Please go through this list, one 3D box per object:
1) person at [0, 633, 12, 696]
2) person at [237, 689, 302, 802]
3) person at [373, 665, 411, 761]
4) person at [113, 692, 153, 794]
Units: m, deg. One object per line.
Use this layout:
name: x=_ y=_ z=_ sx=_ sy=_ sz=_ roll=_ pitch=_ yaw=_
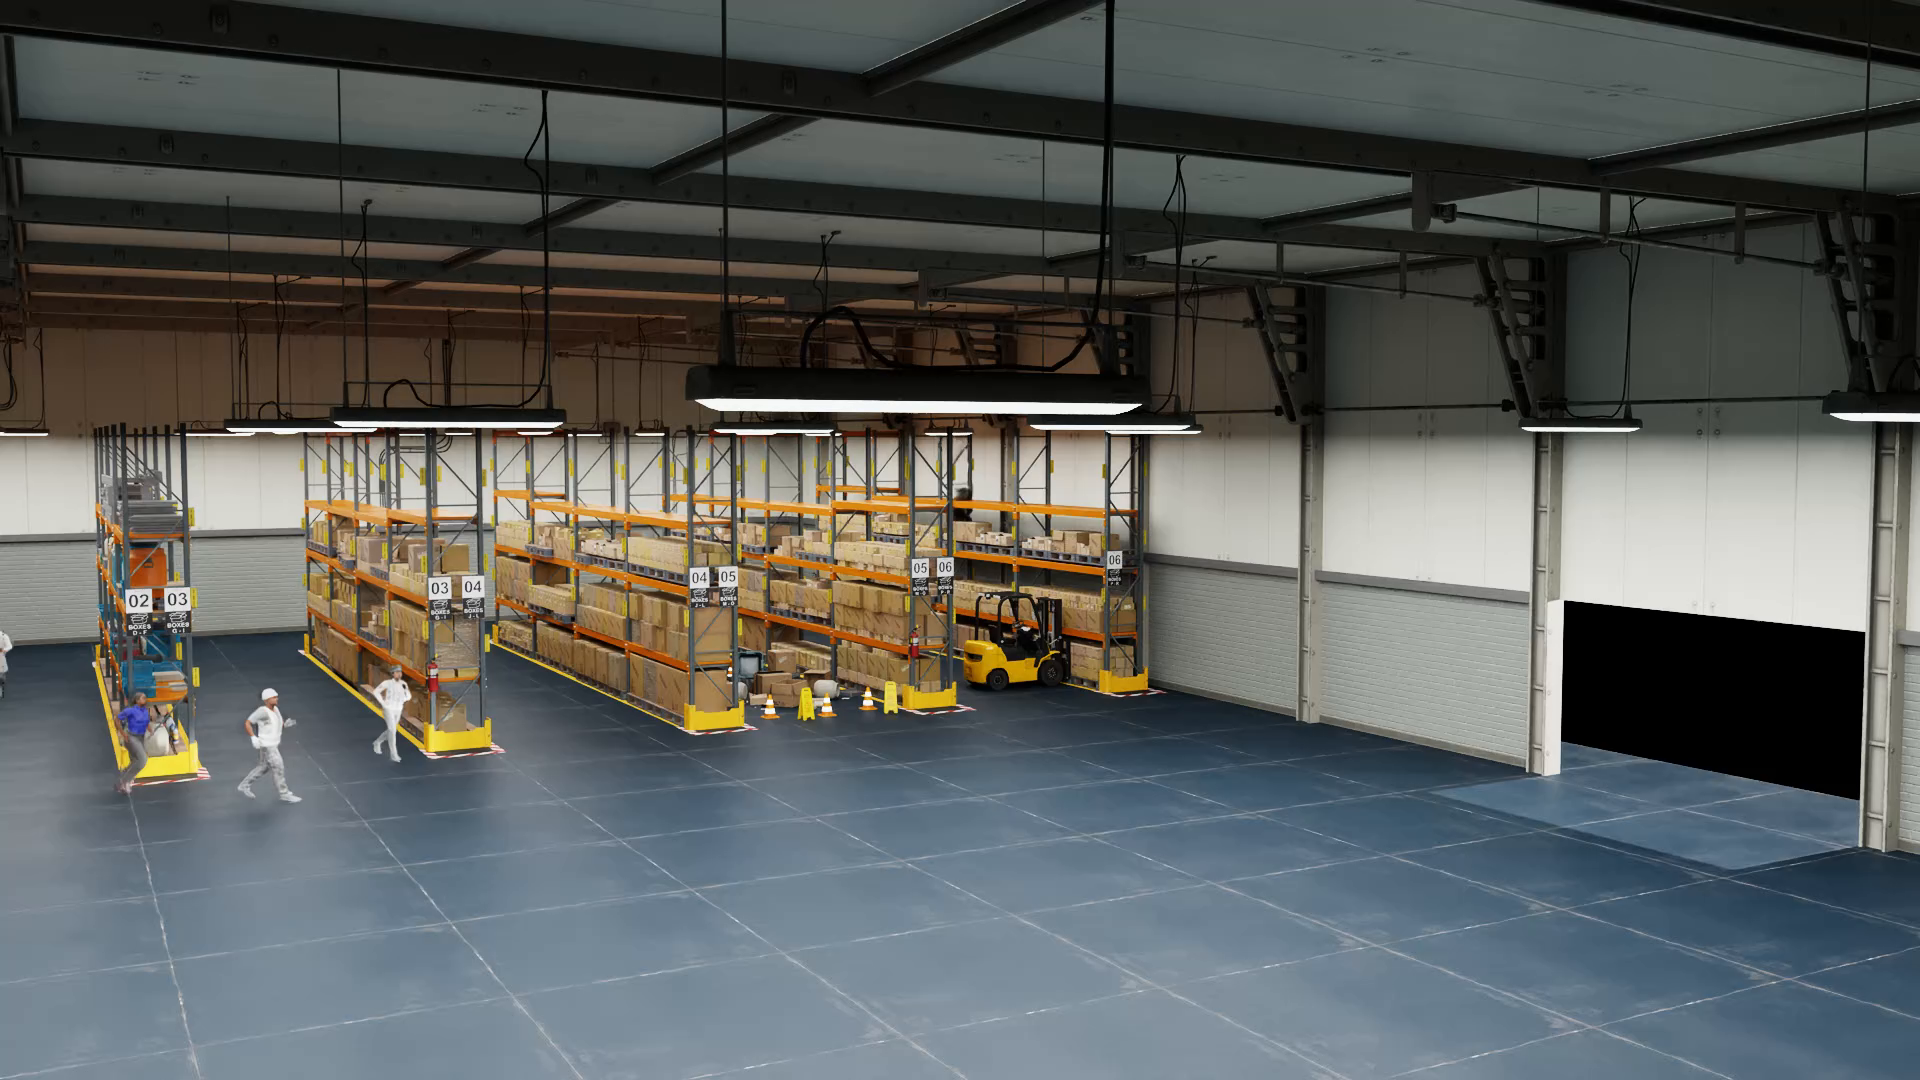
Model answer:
person: x=-21.080 y=2.652 z=36.274 sx=0.720 sy=1.746 sz=0.910 roll=-3 pitch=4 yaw=-36
person: x=-10.846 y=3.215 z=26.060 sx=0.992 sy=1.782 sz=0.679 roll=0 pitch=3 yaw=-6
person: x=-10.205 y=3.092 z=29.947 sx=0.869 sy=1.707 sz=0.635 roll=3 pitch=4 yaw=38
person: x=-13.380 y=3.276 z=26.966 sx=0.615 sy=1.598 sz=0.627 roll=0 pitch=3 yaw=4
